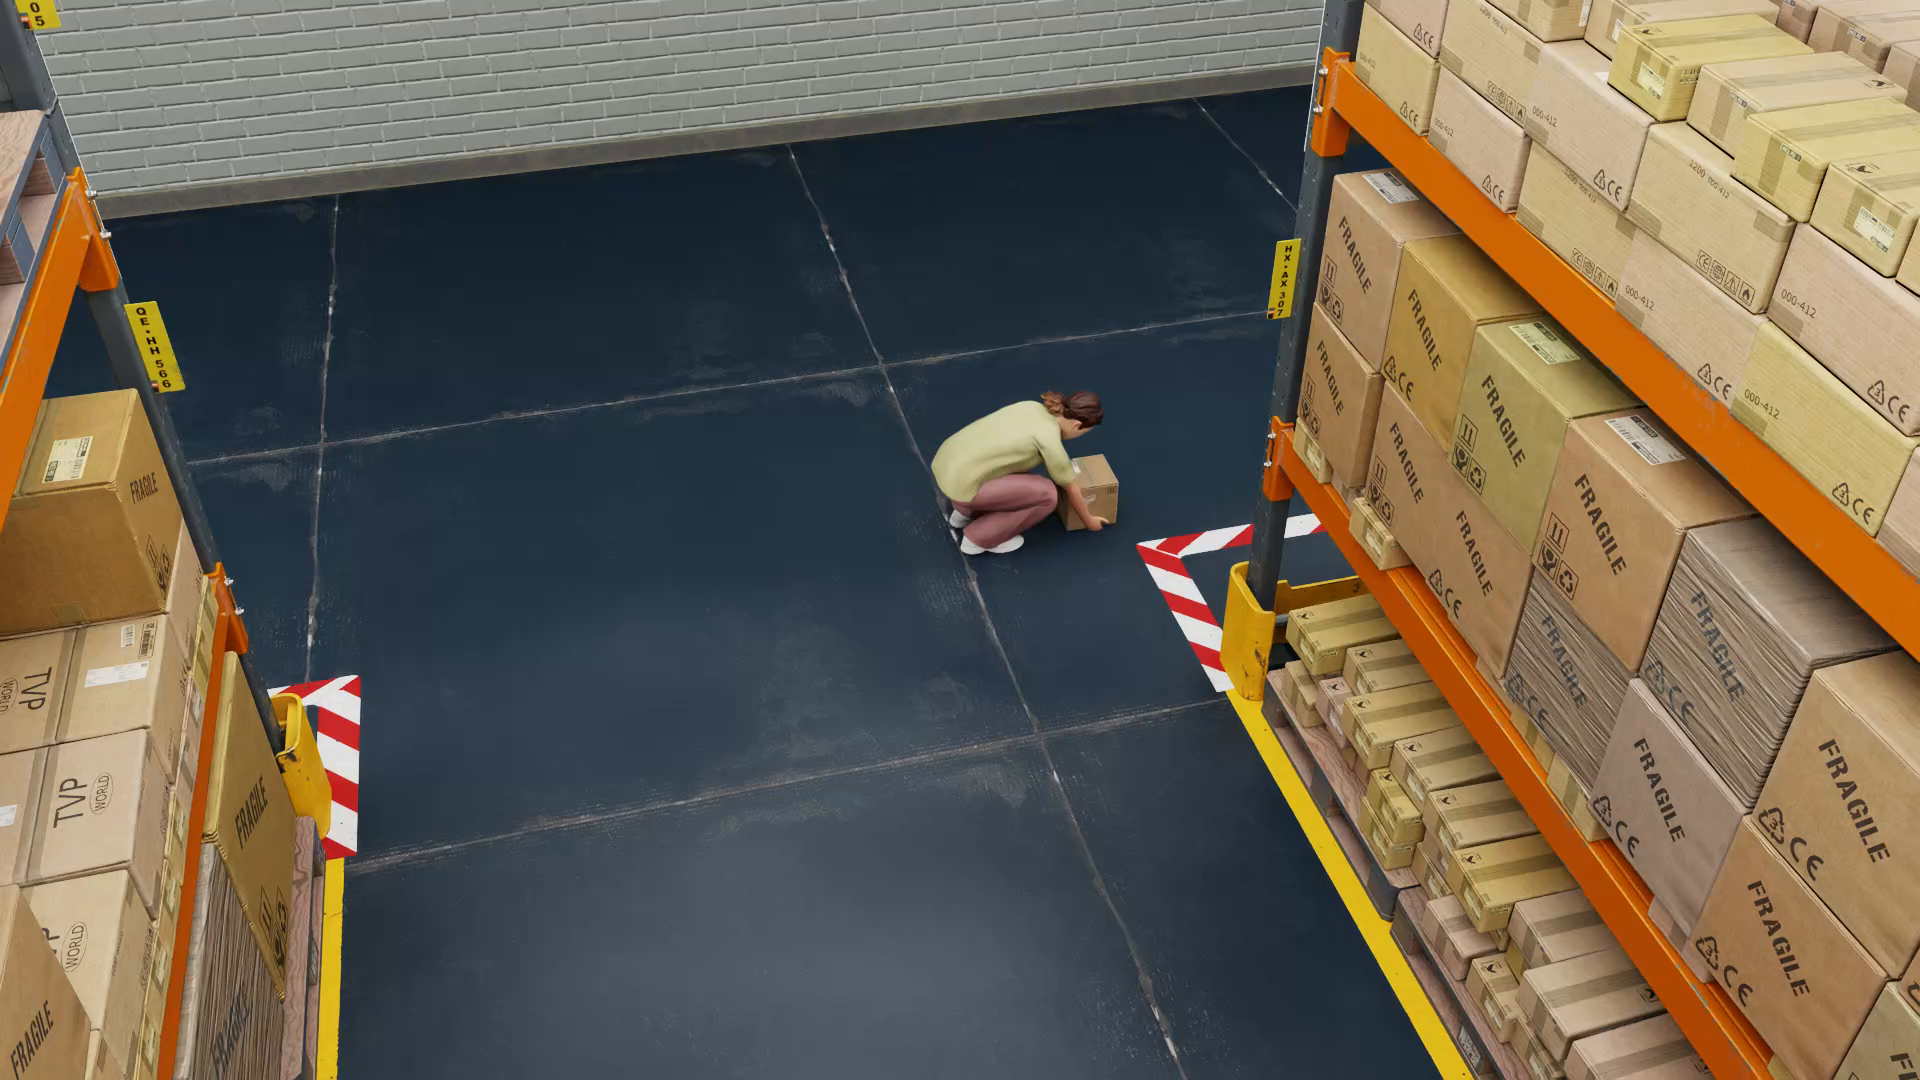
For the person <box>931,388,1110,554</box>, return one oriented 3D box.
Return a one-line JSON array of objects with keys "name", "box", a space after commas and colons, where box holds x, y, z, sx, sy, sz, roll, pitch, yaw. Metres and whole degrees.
[{"name": "person", "box": [0.292, -0.321, 7.943, 0.862, 0.798, 0.476, -10, 39, -12]}]
